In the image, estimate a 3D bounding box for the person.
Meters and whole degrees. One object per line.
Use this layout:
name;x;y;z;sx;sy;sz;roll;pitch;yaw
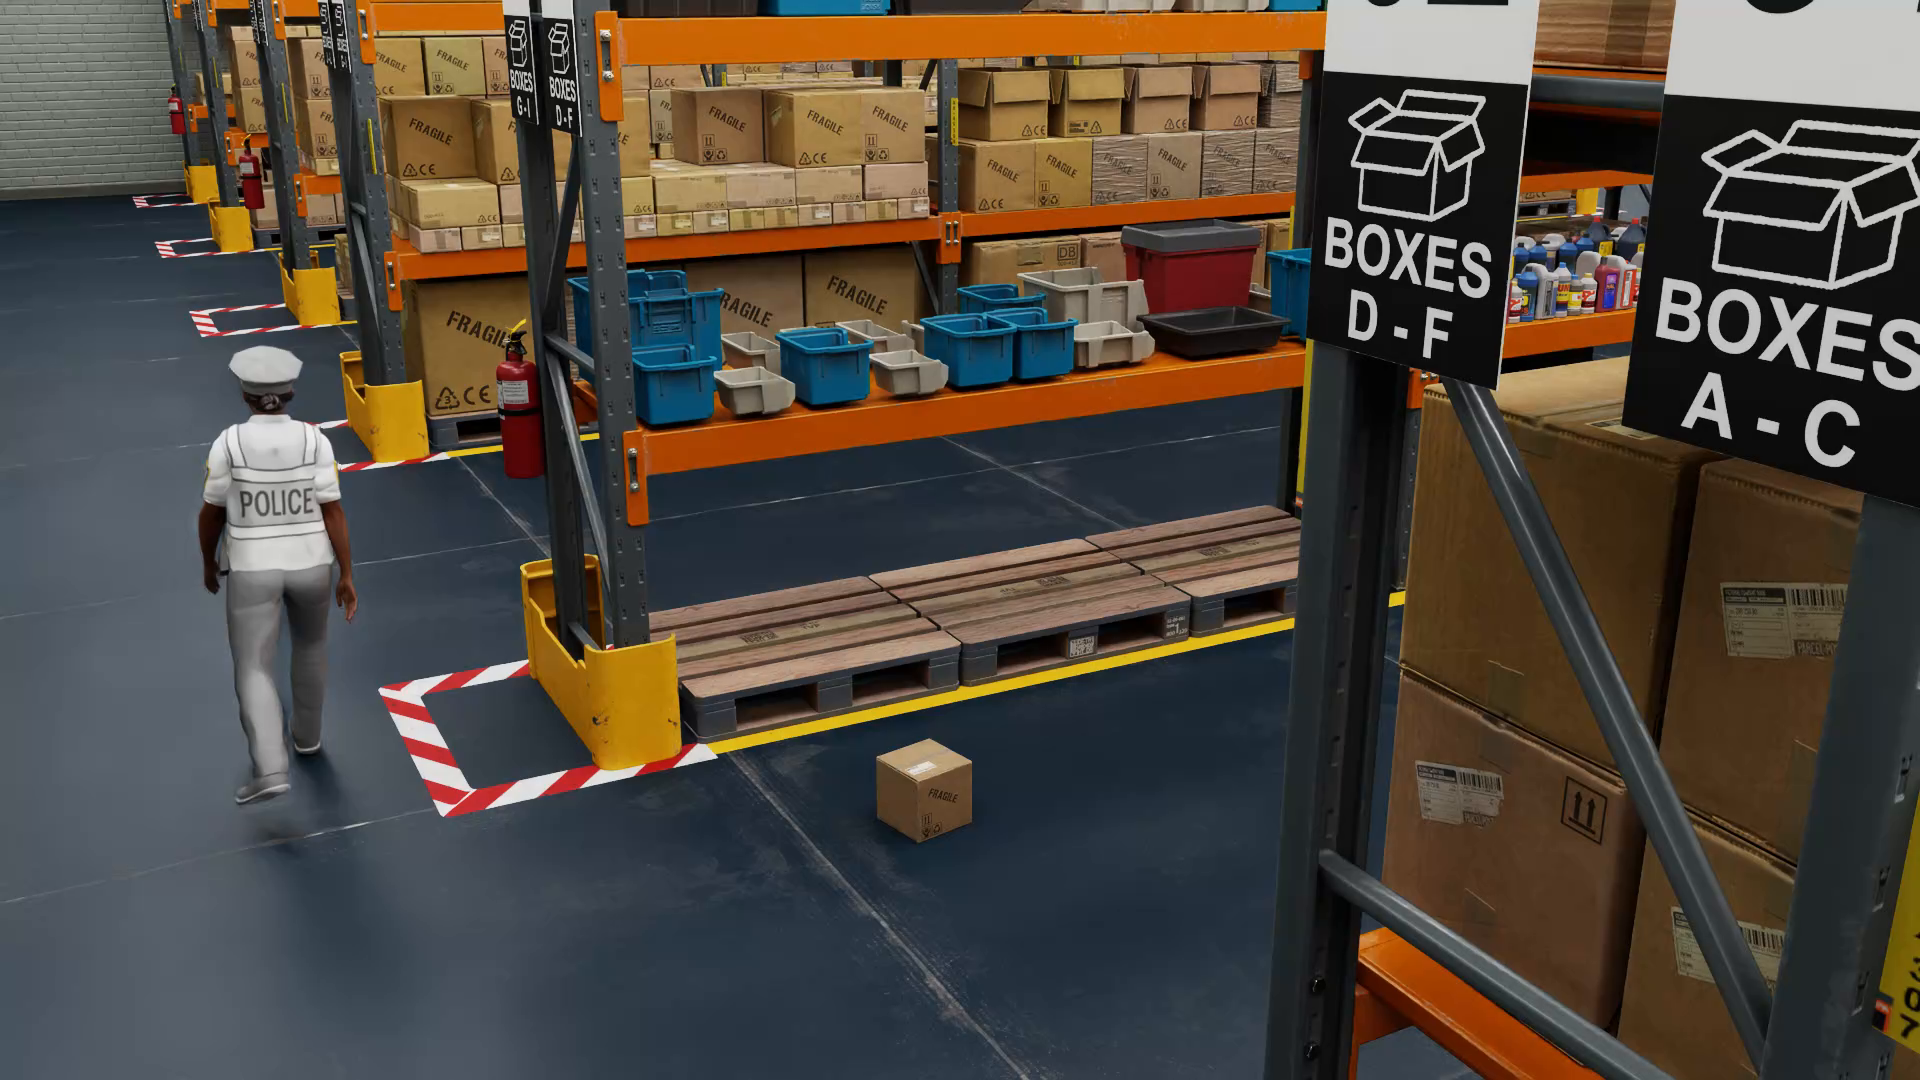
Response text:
person;-2.537;0.128;6.174;0.537;1.641;0.925;-10;21;-27
